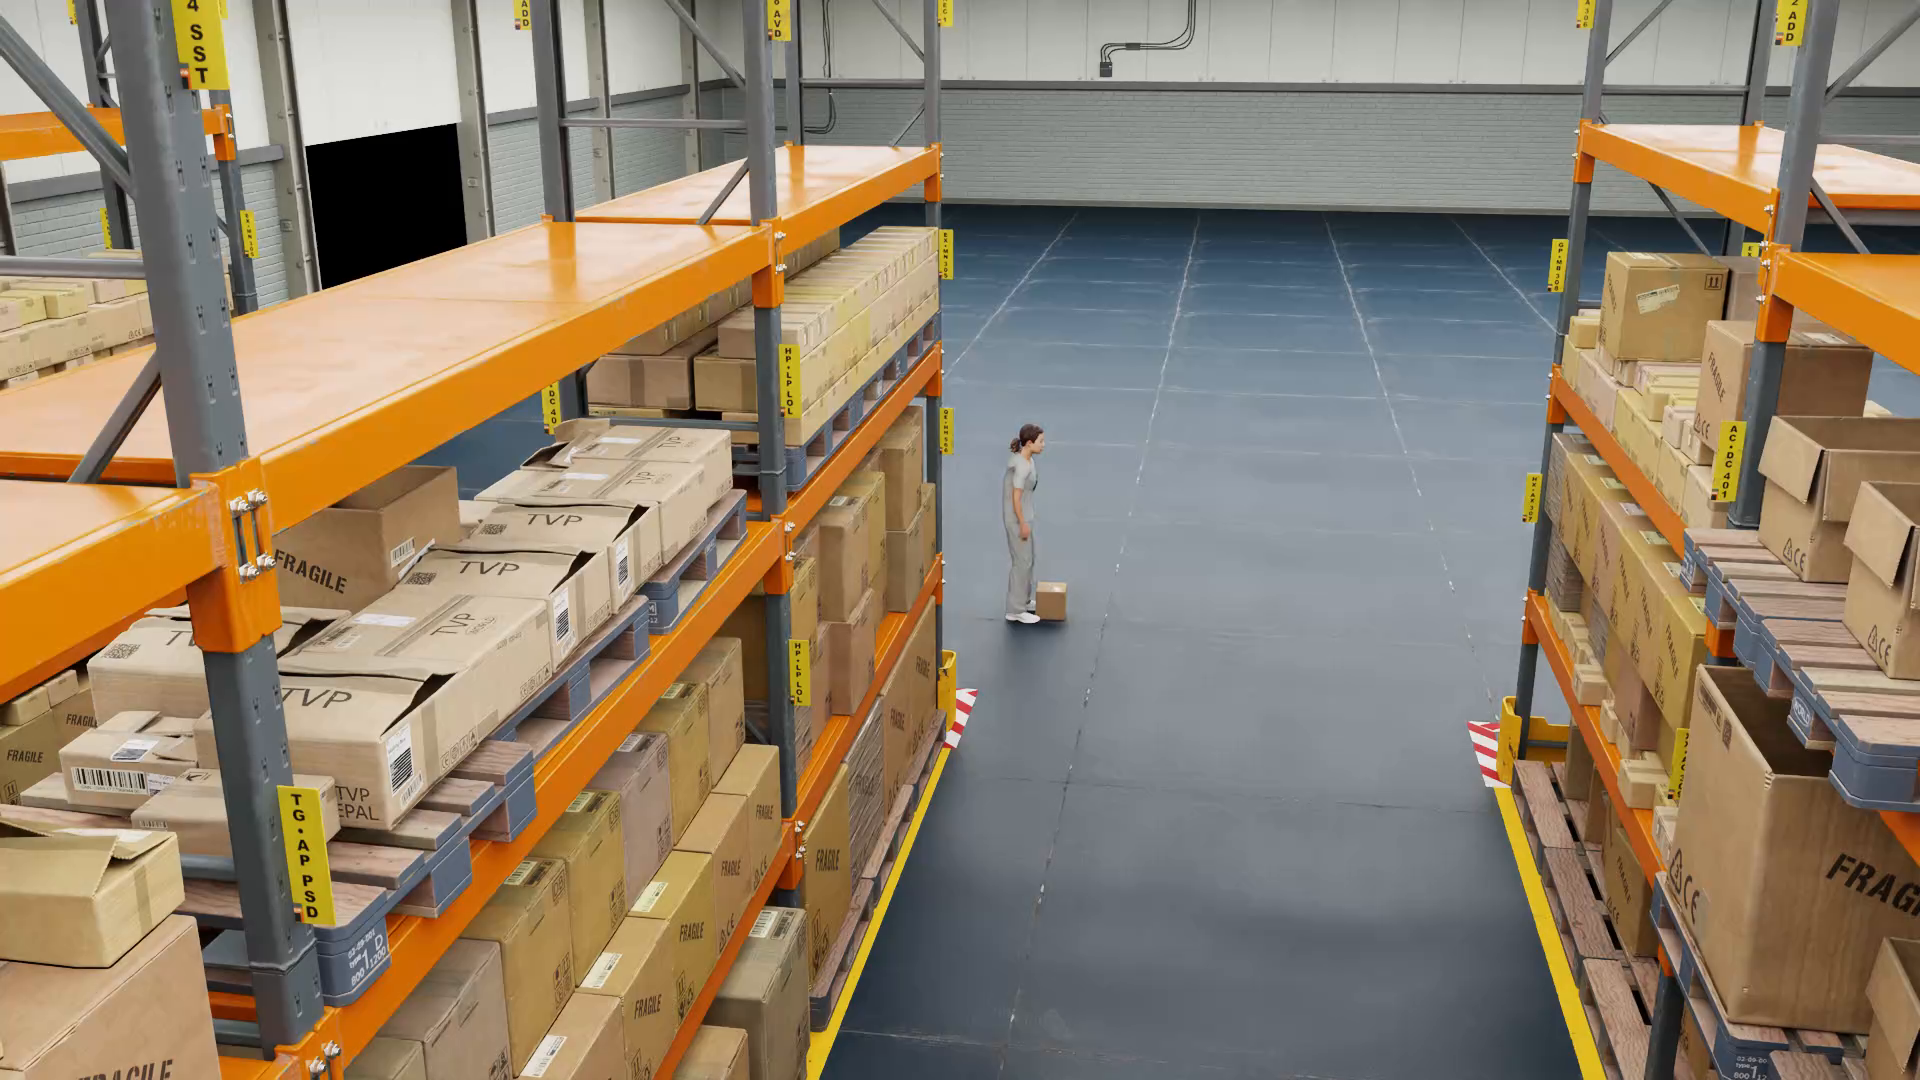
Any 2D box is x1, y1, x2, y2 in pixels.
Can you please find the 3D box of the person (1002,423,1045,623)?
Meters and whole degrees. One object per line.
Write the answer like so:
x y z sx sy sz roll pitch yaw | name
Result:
0.535 -0.165 14.010 0.355 1.672 0.496 3 18 8 | person
